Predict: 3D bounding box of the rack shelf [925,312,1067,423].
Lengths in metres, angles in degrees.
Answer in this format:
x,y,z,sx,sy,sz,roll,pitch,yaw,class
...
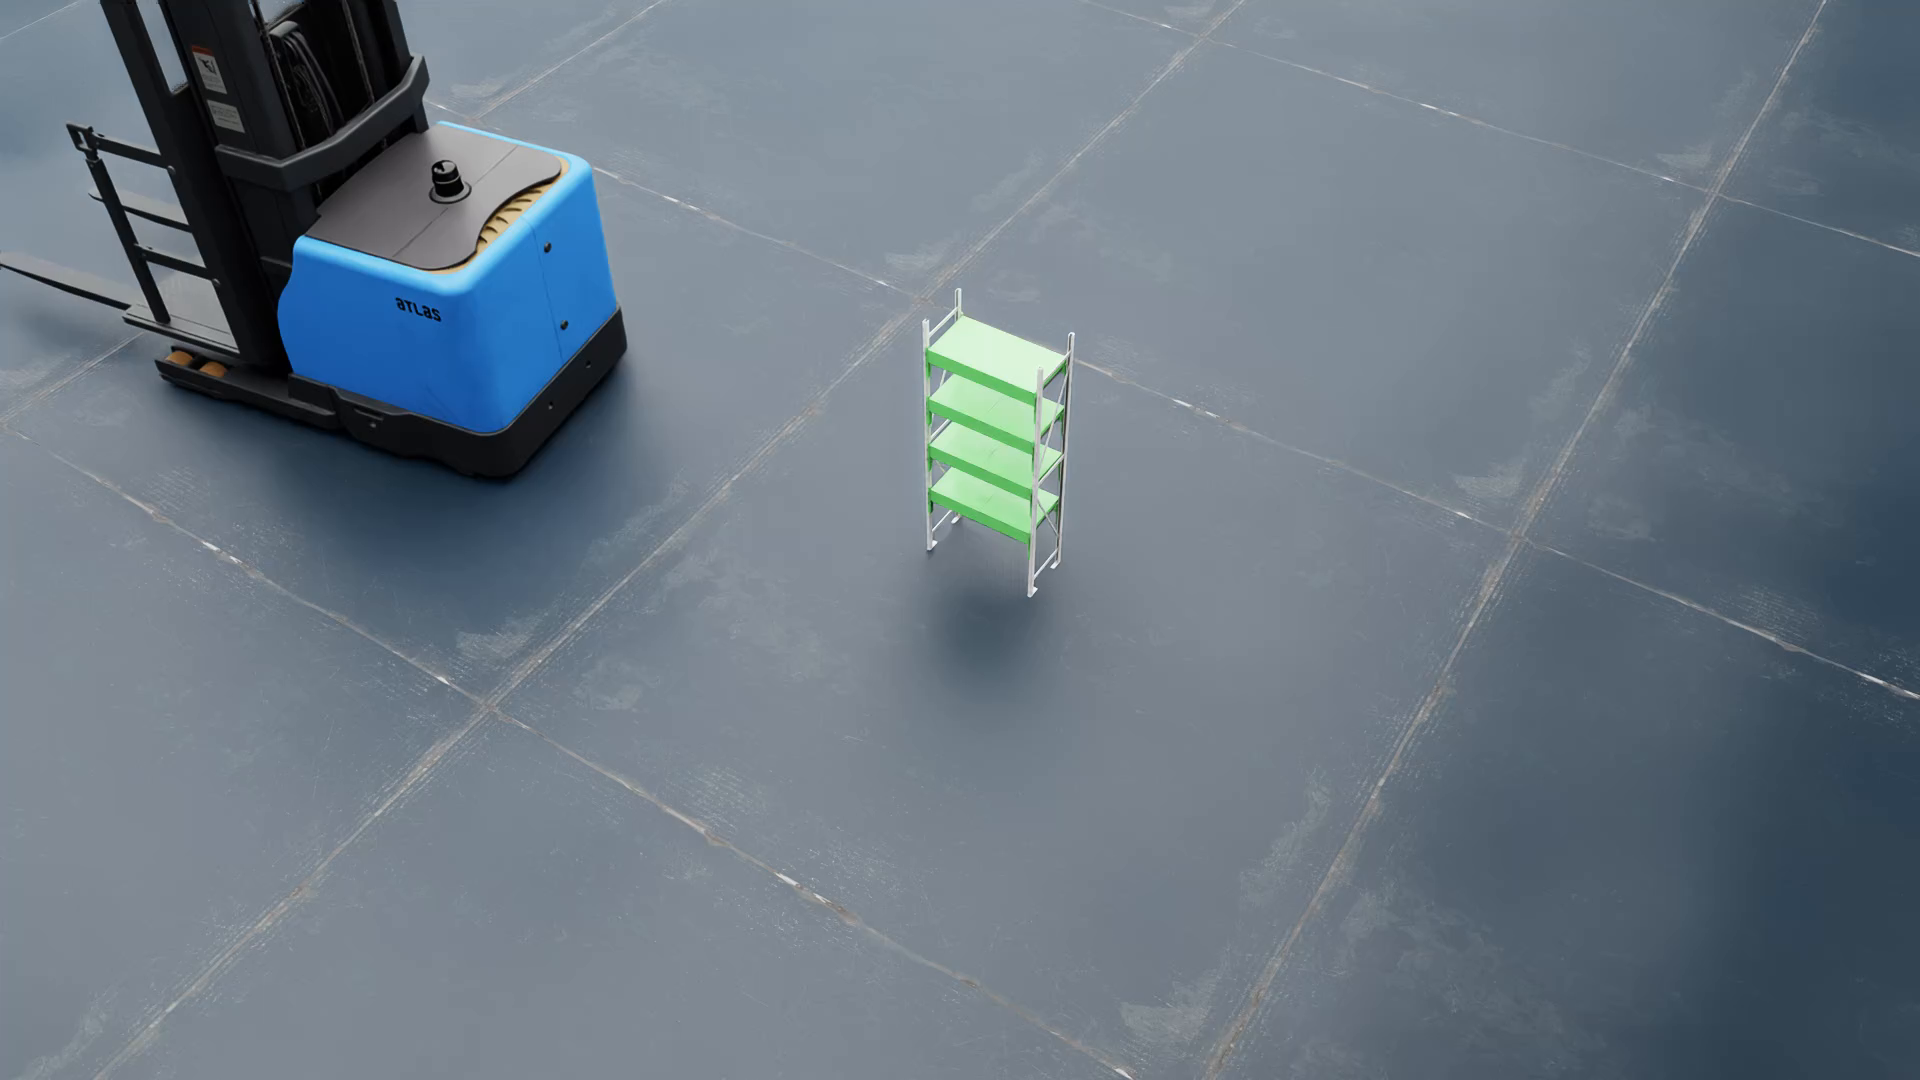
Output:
x,y,z,sx,sy,sz,roll,pitch,yaw,class
0.139,-0.644,6.181,0.480,0.148,0.258,25,51,22,rack shelf

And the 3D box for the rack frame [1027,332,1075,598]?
x,y,z,sx,sy,sz,roll,pitch,yaw,class
0.345,-0.260,6.387,0.015,1.200,0.240,25,51,22,rack frame

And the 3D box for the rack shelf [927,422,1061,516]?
x,y,z,sx,sy,sz,roll,pitch,yaw,class
0.139,-0.310,6.525,0.480,0.148,0.258,25,51,22,rack shelf

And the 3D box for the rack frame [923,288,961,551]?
x,y,z,sx,sy,sz,roll,pitch,yaw,class
-0.066,-0.449,6.571,0.015,1.200,0.240,25,51,22,rack frame

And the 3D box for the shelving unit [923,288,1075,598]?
x,y,z,sx,sy,sz,roll,pitch,yaw,class
0.139,-0.354,6.479,0.503,1.200,0.258,25,51,22,shelving unit

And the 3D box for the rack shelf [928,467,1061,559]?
x,y,z,sx,sy,sz,roll,pitch,yaw,class
0.139,-0.142,6.697,0.480,0.148,0.258,25,51,22,rack shelf

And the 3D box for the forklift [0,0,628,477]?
x,y,z,sx,sy,sz,roll,pitch,yaw,class
-3.113,-1.998,6.869,3.031,2.935,1.130,17,48,16,forklift

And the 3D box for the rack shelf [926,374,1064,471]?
x,y,z,sx,sy,sz,roll,pitch,yaw,class
0.139,-0.477,6.353,0.480,0.148,0.258,25,51,22,rack shelf
